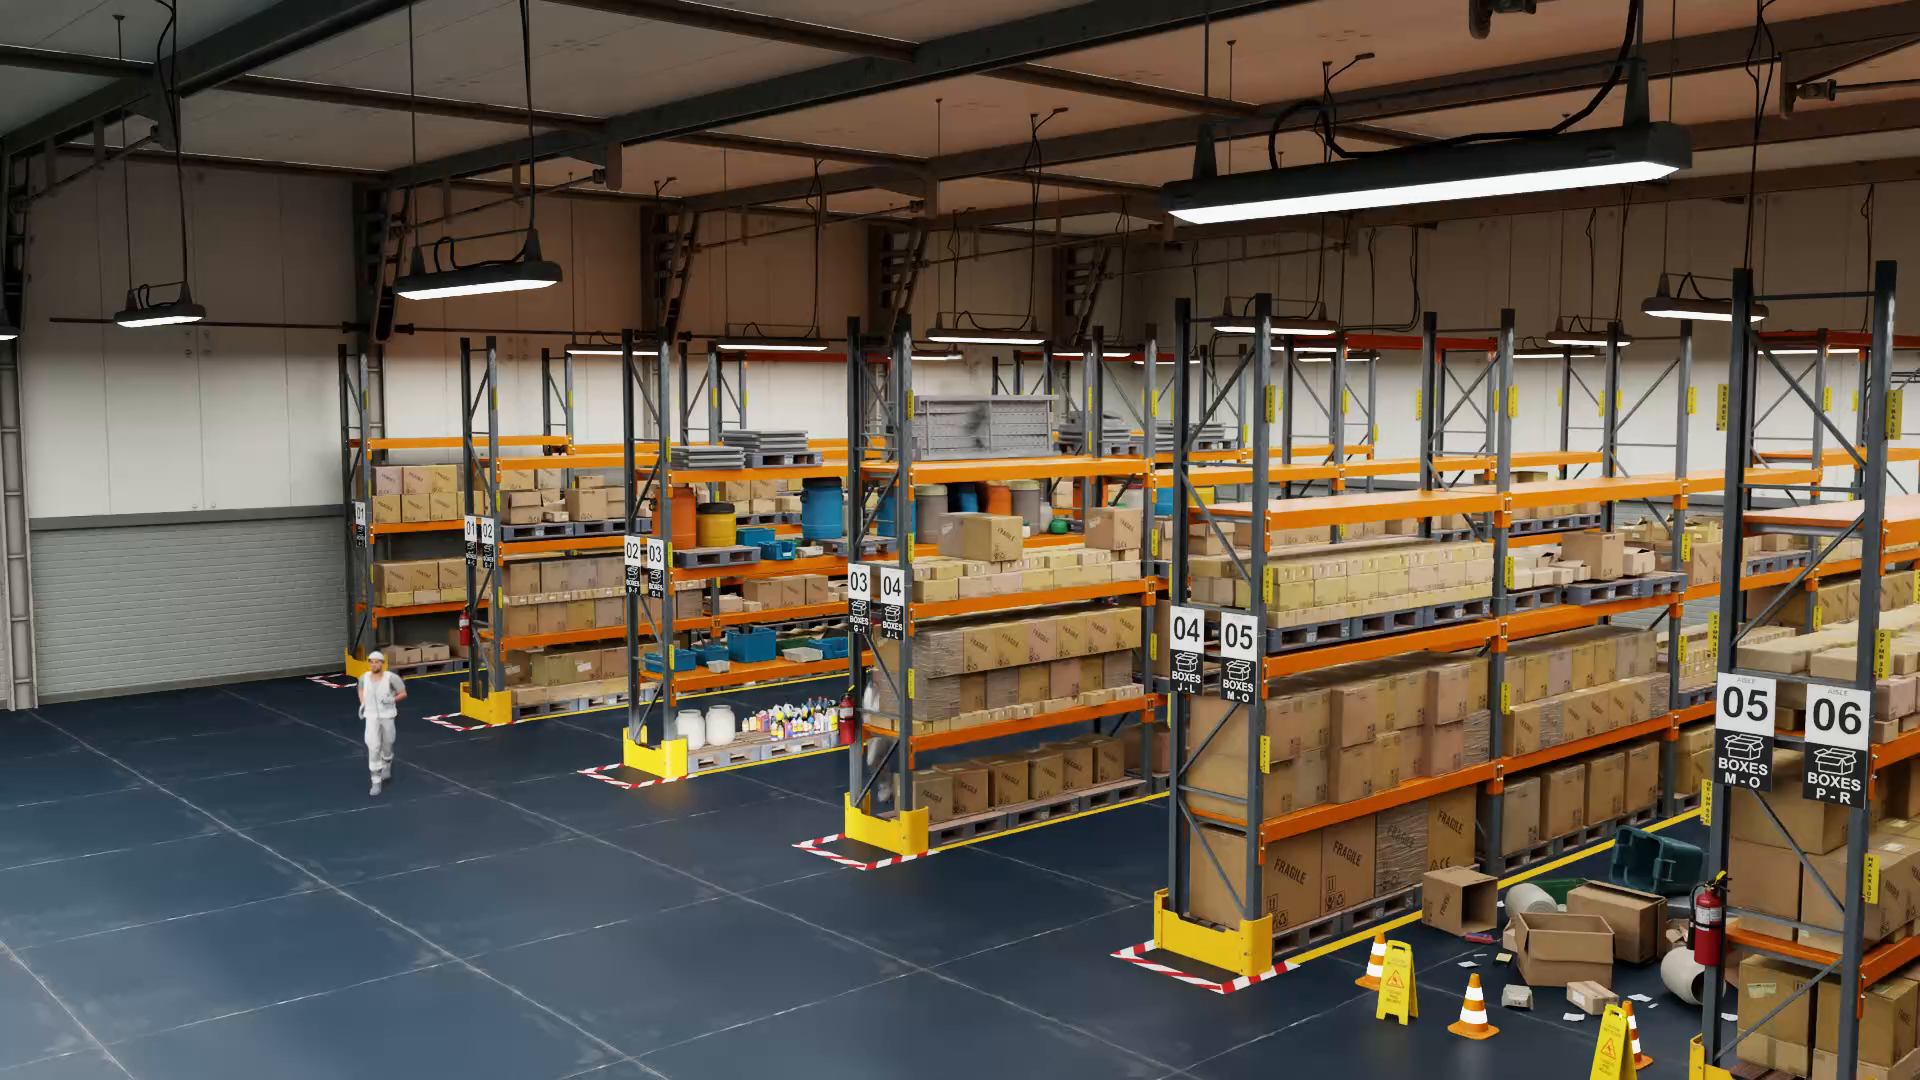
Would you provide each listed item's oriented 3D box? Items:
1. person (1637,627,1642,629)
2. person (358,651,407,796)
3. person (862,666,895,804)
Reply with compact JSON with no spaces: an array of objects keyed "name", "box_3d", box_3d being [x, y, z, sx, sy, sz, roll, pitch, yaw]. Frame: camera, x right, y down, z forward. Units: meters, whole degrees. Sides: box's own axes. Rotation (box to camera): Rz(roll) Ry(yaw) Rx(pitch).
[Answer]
[{"name":"person","box_3d":[9.870,2.127,24.108,0.823,1.731,0.760,-5,7,-42]},{"name":"person","box_3d":[-7.505,2.333,21.603,0.633,1.804,0.928,-1,5,-11]},{"name":"person","box_3d":[-1.017,2.415,20.896,0.629,1.774,0.692,5,7,42]}]
